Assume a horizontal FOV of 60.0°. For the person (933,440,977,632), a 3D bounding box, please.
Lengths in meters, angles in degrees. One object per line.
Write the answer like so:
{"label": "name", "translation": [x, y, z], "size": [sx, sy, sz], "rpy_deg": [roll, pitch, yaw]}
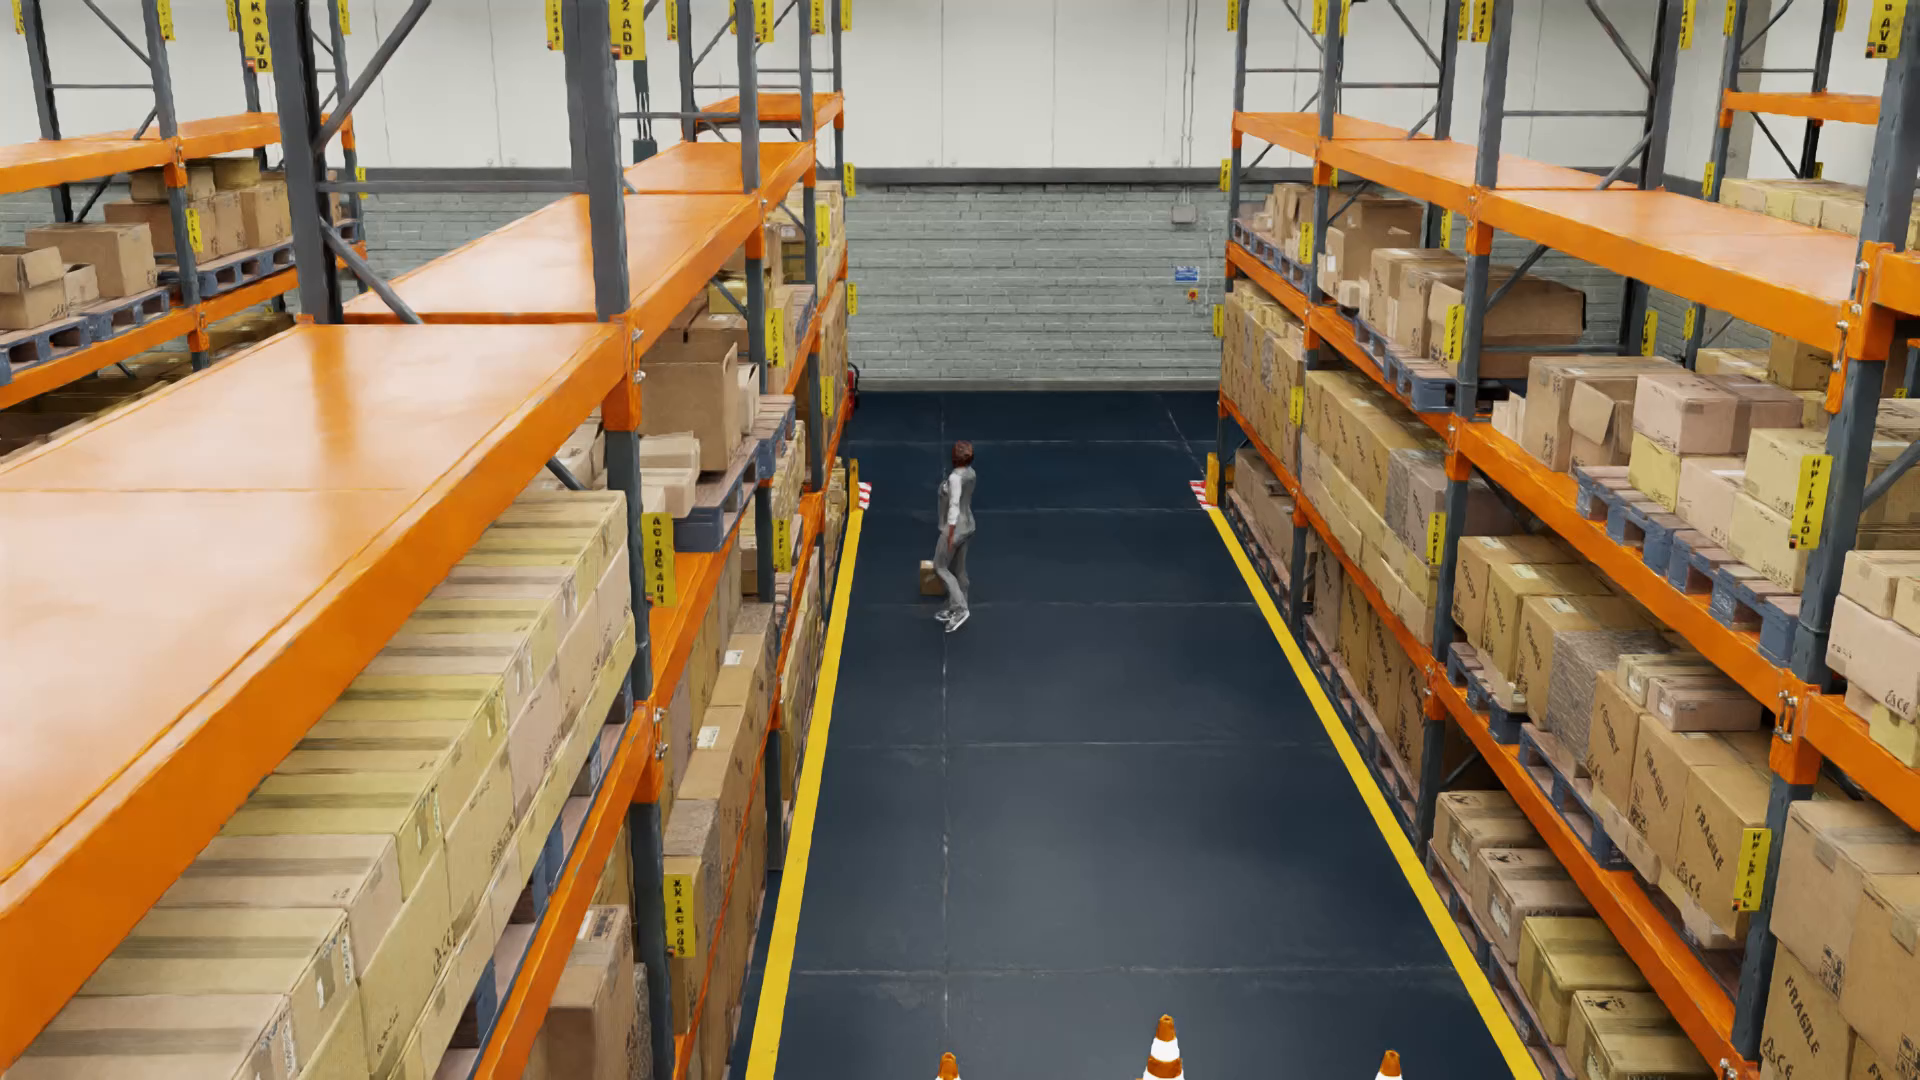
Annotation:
{"label": "person", "translation": [-0.044, -0.035, 14.219], "size": [0.375, 1.597, 0.507], "rpy_deg": [7, 19, 22]}
